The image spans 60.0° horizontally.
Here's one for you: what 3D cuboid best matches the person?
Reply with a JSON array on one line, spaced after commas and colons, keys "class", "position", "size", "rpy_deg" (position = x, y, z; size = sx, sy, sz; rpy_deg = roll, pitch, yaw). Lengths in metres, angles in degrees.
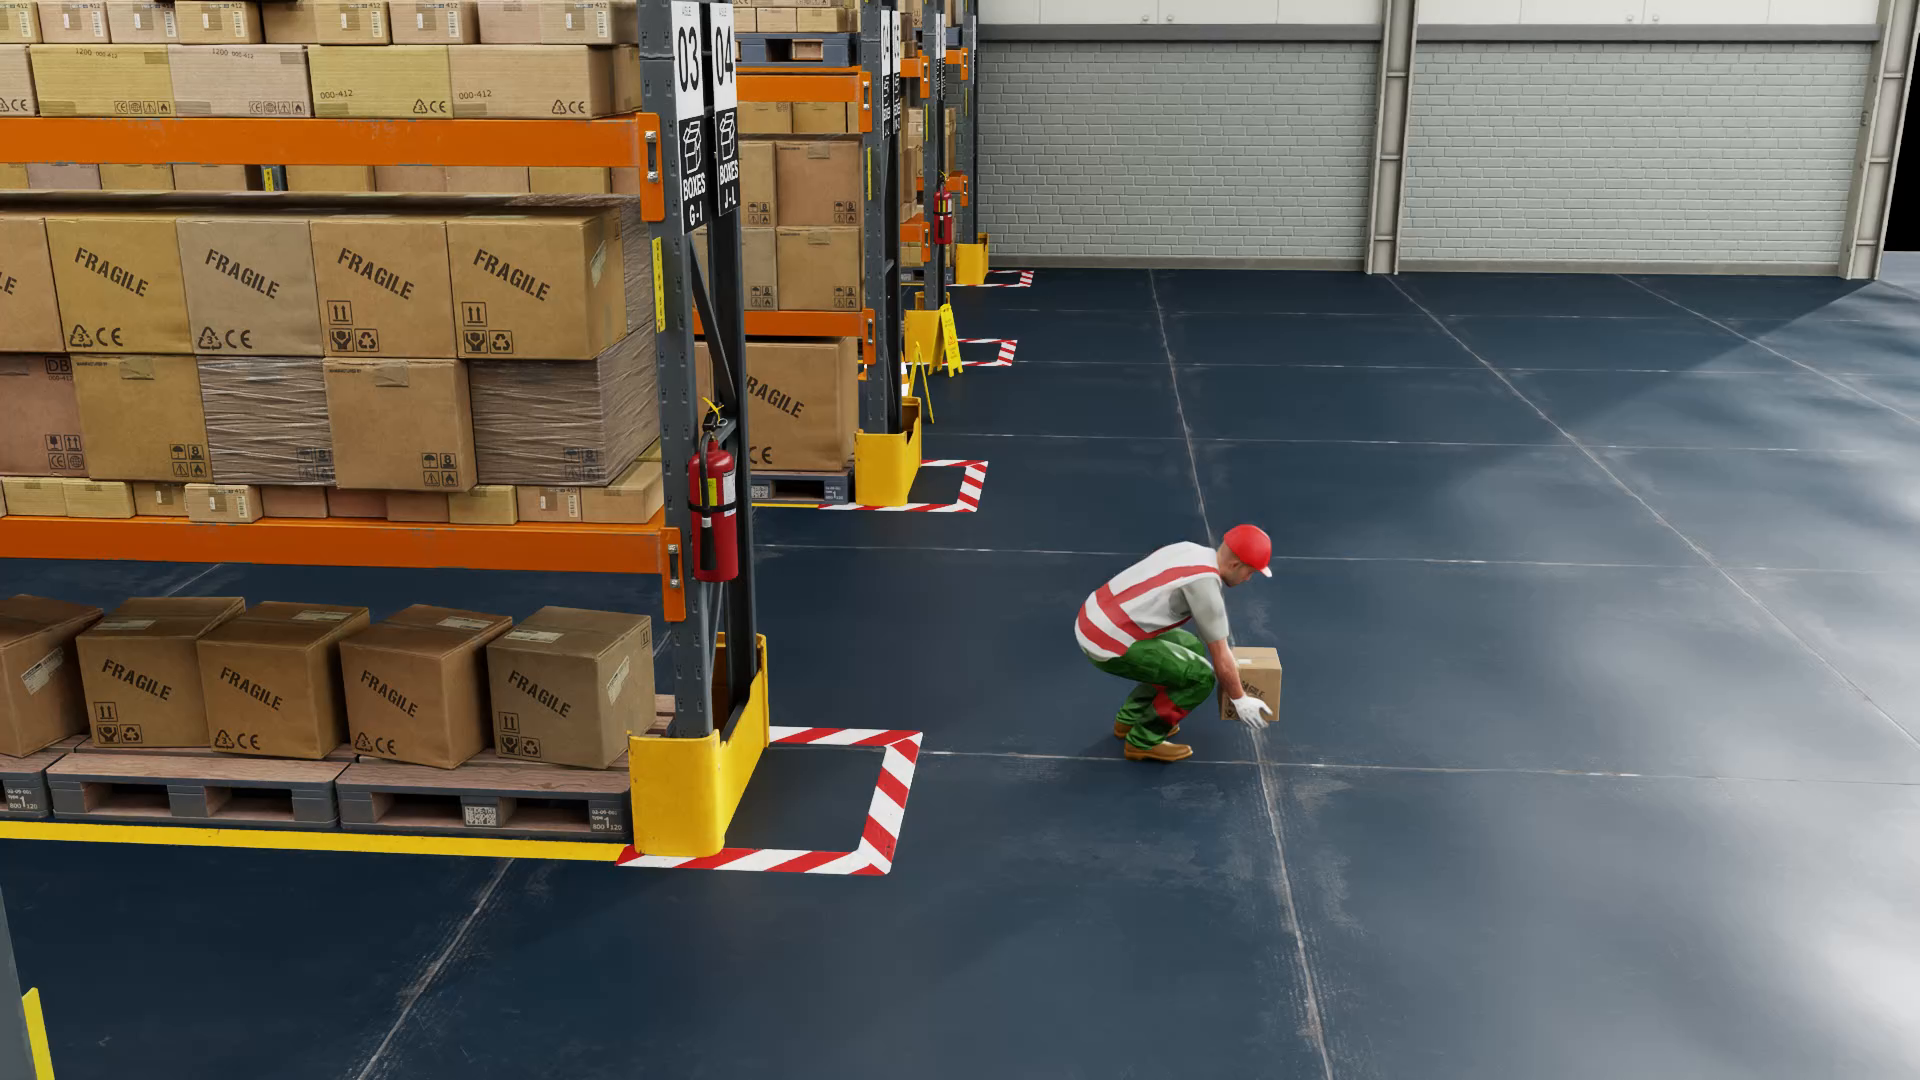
[{"class": "person", "position": [0.943, 0.432, 7.387], "size": [0.866, 1.040, 0.568], "rpy_deg": [1, 17, 4]}]
